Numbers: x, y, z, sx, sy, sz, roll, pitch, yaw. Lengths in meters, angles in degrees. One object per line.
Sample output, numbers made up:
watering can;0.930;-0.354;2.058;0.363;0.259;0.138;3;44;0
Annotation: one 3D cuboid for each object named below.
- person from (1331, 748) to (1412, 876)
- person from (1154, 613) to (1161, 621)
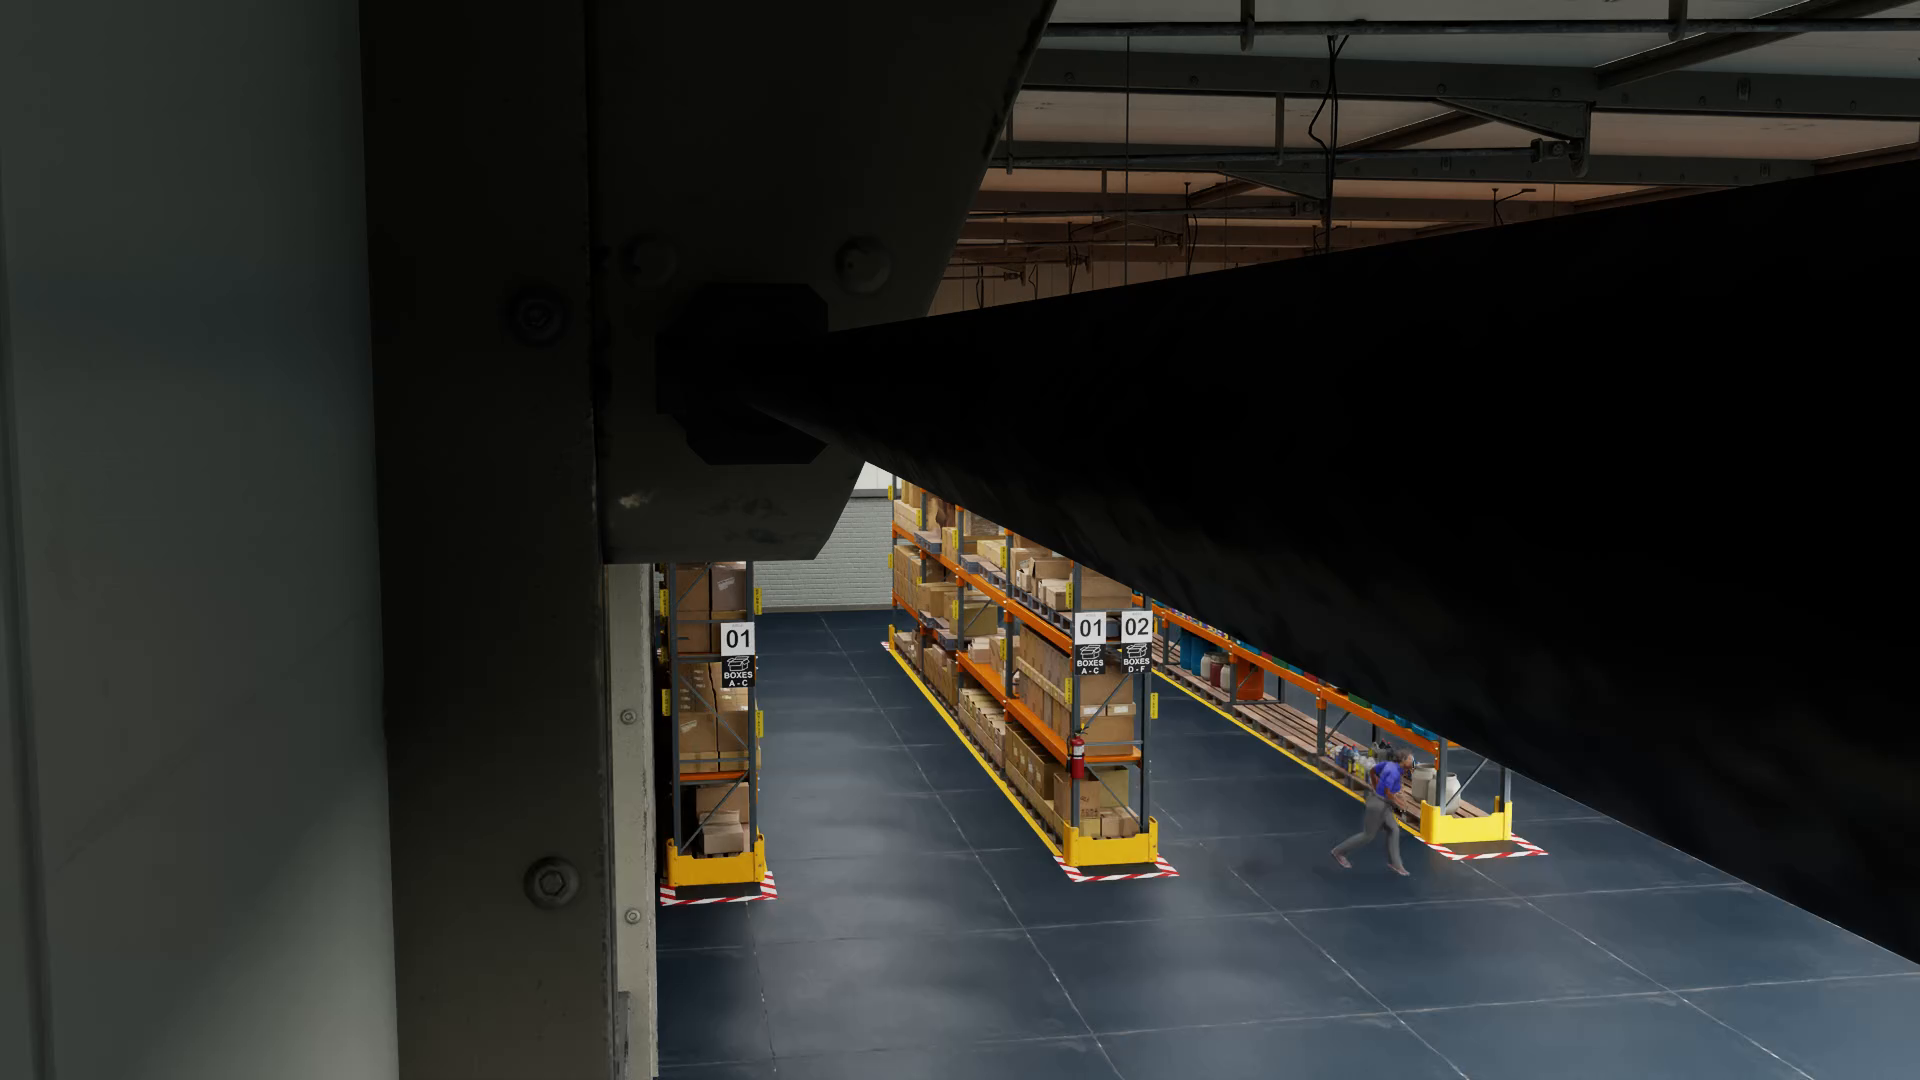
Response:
person;5.076;3.356;20.525;0.976;1.616;0.611;0;6;1
person;4.454;1.346;38.467;0.724;1.765;0.658;2;6;17
